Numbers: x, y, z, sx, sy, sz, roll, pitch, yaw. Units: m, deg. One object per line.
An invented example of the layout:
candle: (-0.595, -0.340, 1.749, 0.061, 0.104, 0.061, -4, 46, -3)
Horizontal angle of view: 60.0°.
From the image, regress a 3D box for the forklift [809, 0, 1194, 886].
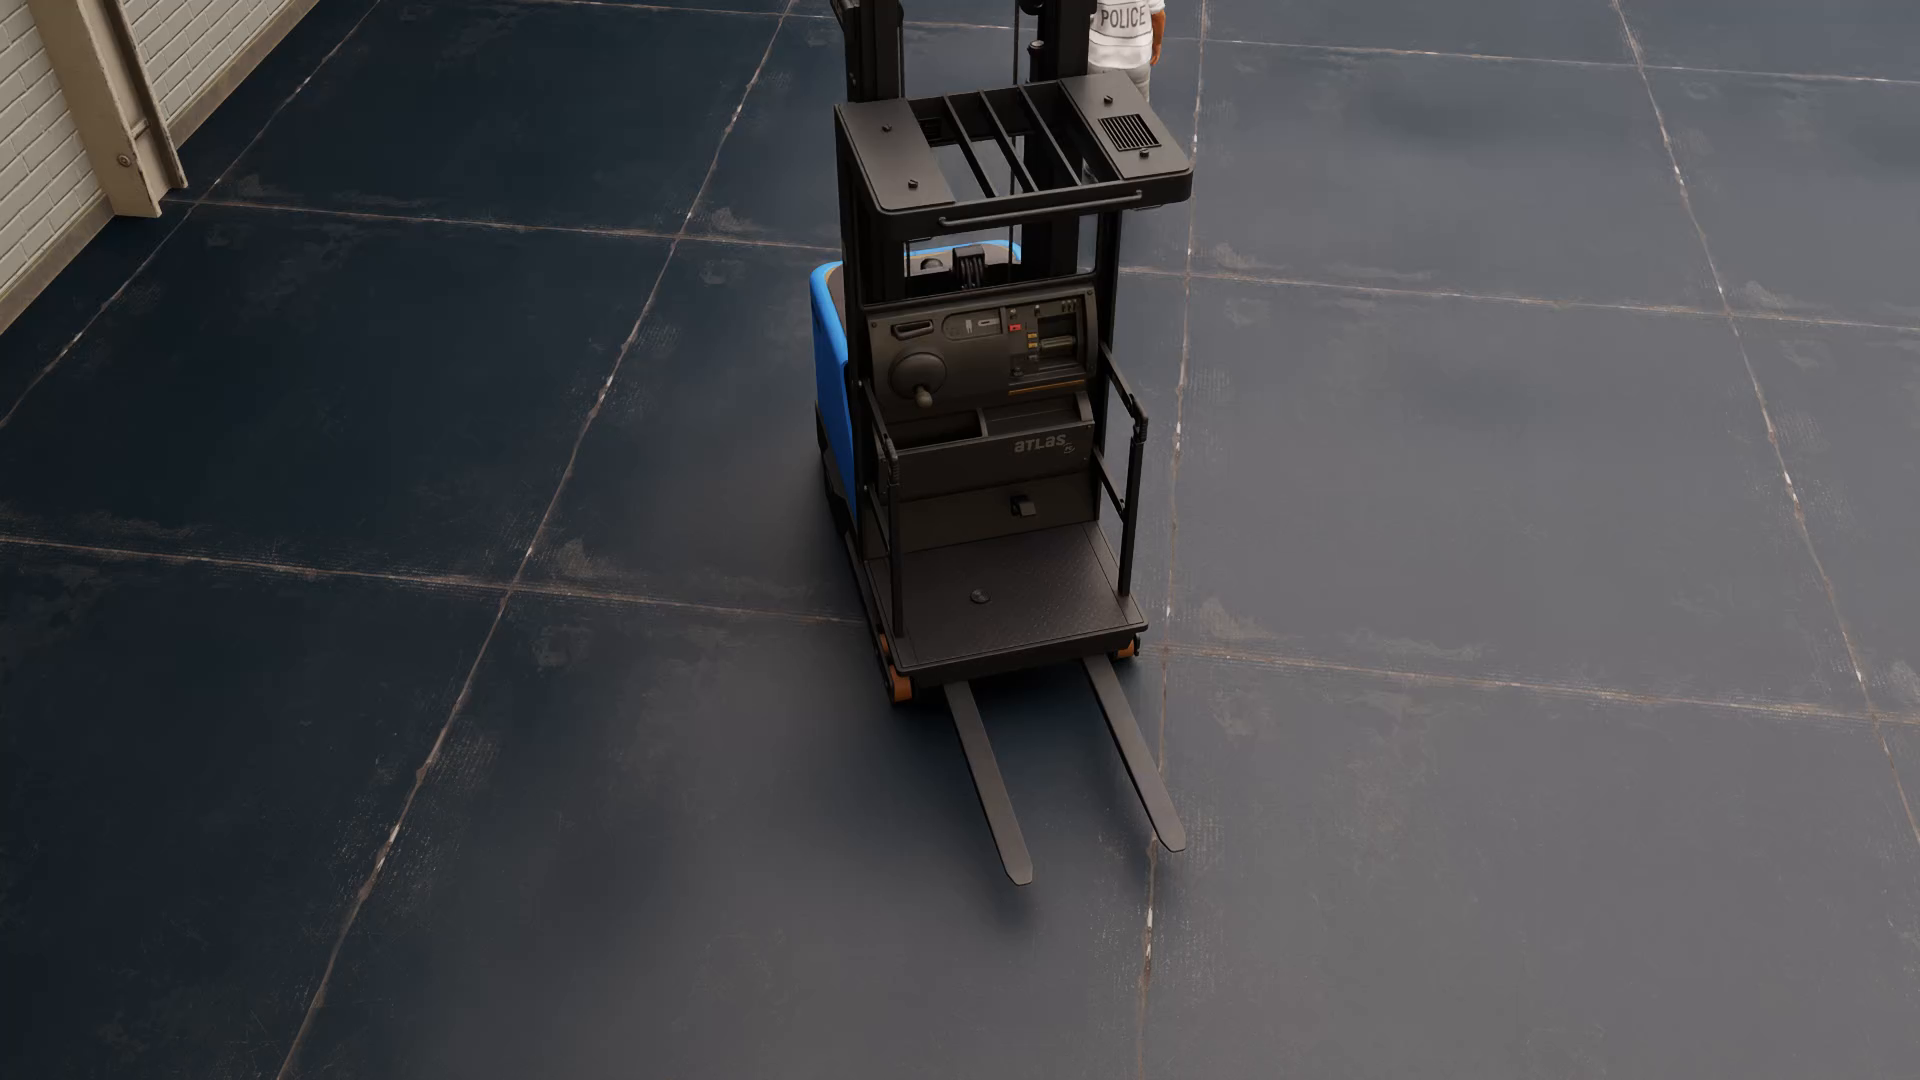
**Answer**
forklift: (0.153, -0.681, 6.465, 1.130, 2.935, 3.031, -10, 44, -11)

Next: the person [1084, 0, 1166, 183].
person: (0.919, -2.891, 9.796, 0.598, 1.670, 0.529, -4, 43, -4)
